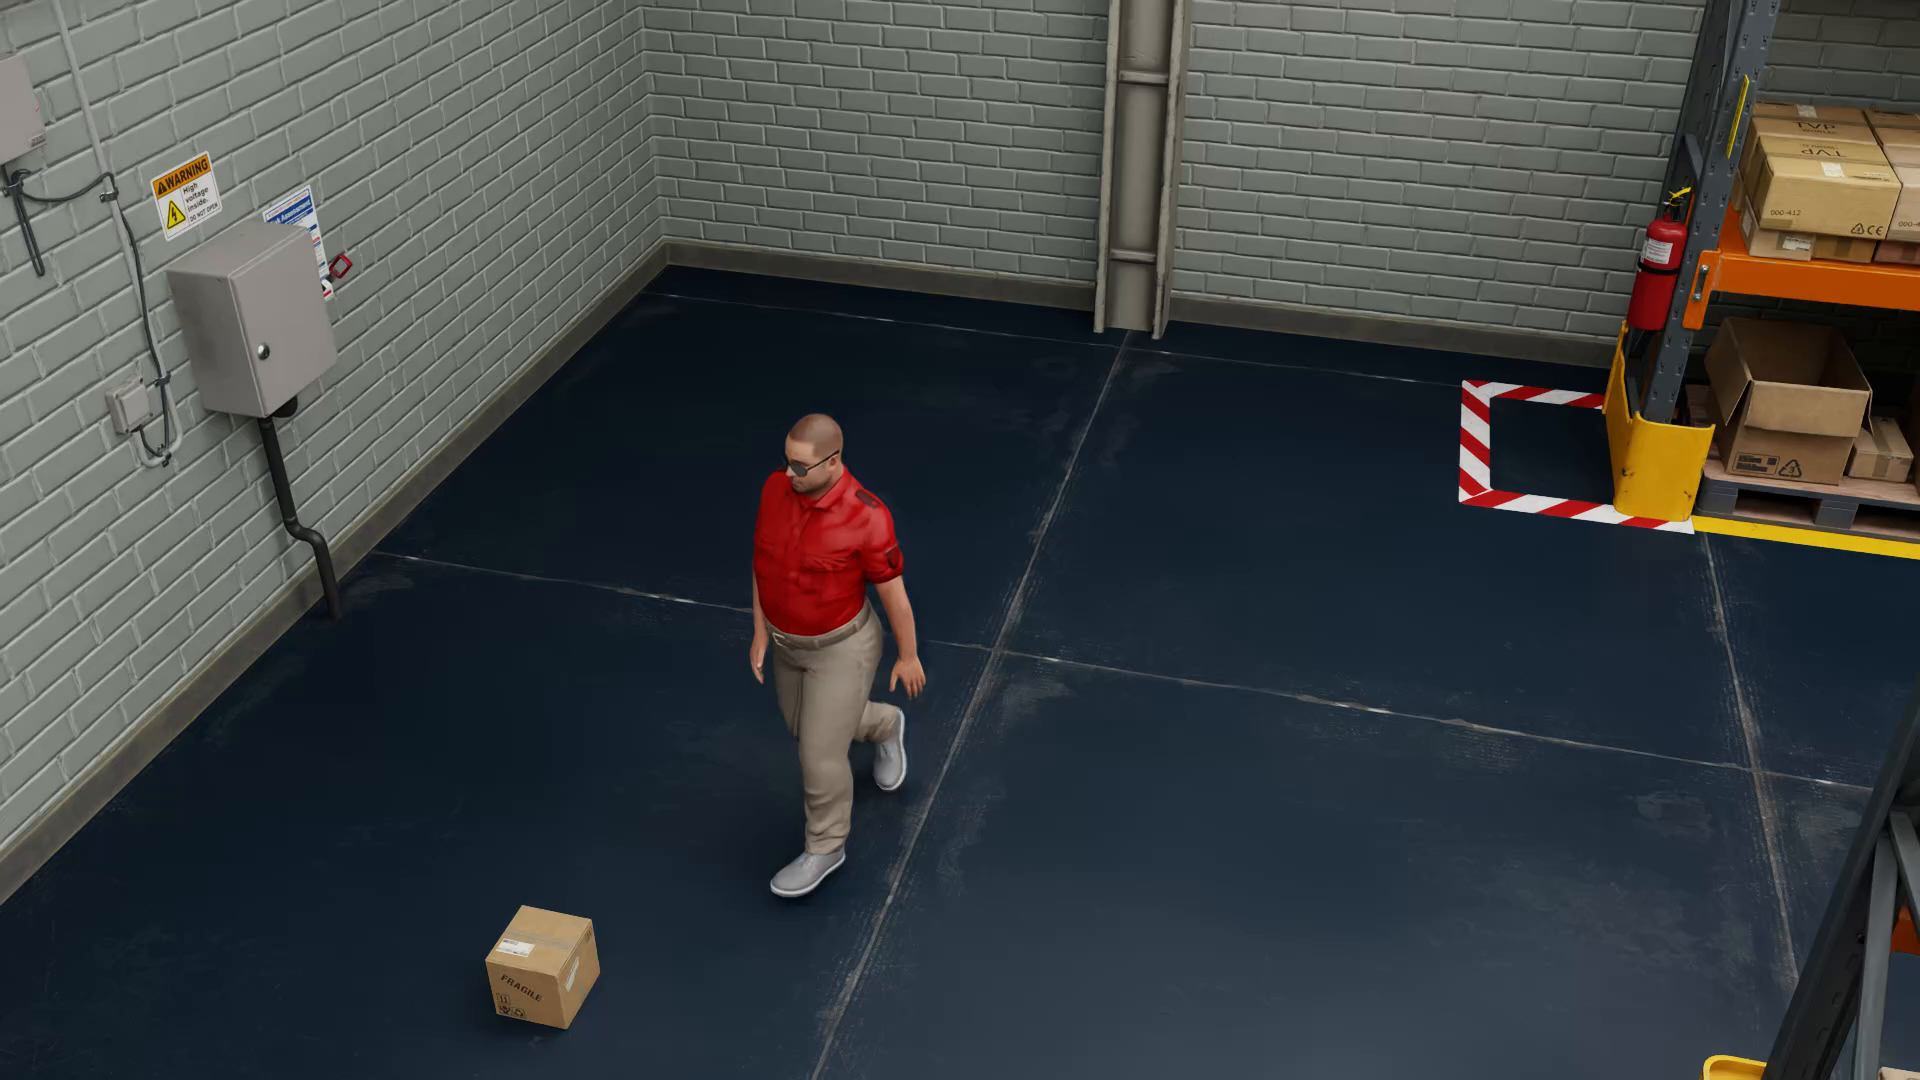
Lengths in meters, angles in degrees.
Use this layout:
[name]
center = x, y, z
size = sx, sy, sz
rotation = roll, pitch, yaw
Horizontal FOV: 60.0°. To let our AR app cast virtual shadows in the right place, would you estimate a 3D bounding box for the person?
[person]
center = -0.435, 0.334, 5.638
size = 0.590, 1.687, 0.855
rotation = 26, 41, 35
